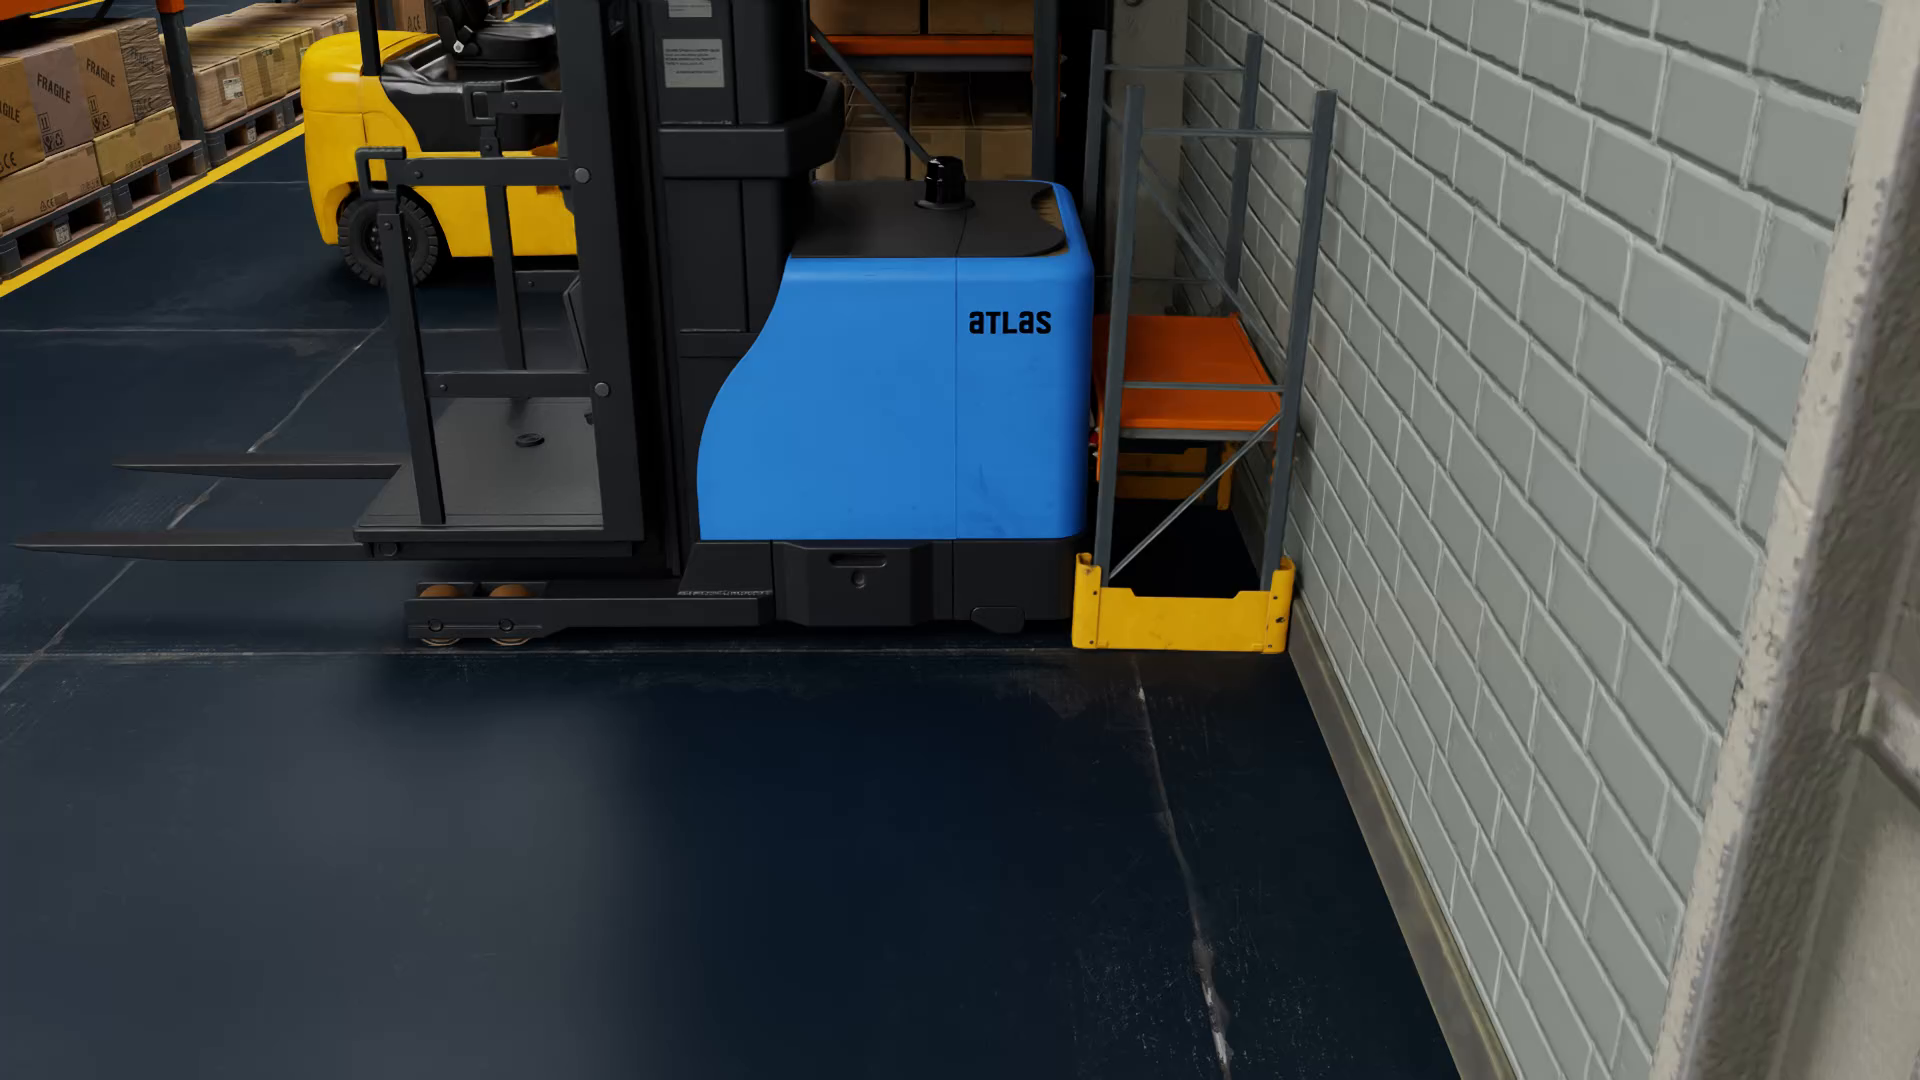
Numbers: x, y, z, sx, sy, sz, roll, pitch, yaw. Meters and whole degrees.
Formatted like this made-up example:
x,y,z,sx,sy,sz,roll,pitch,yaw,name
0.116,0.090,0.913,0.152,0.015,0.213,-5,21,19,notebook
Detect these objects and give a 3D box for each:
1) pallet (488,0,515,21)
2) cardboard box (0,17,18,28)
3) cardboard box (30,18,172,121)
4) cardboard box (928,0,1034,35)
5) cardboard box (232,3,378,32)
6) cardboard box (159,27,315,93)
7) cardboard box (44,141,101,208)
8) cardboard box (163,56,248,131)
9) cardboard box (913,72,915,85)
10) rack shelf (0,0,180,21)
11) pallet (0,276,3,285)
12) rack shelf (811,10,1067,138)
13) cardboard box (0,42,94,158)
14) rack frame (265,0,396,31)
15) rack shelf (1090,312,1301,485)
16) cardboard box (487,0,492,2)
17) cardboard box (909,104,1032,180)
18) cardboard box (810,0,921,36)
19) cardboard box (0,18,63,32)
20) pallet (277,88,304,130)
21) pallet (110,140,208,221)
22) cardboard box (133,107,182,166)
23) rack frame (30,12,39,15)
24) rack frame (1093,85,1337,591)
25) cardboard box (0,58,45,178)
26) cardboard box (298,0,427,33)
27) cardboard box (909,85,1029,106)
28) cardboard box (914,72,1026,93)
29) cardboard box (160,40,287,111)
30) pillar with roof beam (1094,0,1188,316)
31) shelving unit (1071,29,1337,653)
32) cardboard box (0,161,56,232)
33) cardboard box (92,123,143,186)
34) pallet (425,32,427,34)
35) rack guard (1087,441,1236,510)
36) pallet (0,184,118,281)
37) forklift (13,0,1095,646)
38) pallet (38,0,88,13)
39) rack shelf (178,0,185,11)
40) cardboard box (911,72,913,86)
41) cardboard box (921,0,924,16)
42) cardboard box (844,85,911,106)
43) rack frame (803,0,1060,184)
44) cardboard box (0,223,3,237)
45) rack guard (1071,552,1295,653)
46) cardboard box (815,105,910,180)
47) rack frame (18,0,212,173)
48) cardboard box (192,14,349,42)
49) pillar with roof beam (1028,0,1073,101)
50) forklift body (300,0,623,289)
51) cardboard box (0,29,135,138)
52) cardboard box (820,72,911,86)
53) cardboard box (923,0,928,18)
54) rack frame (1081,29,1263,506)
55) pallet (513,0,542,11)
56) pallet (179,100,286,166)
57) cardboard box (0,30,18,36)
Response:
x,y,z,sx,sy,sz,roll,pitch,yaw,name
-5.150,-5.345,16.812,1.003,0.211,1.213,0,24,-1,pallet
-5.469,-2.916,9.188,0.380,0.149,0.250,0,24,0,cardboard box
-4.872,-2.674,9.440,0.500,0.500,0.500,-1,24,-1,cardboard box
0.133,-2.263,6.493,0.500,0.500,0.500,1,24,1,cardboard box
-5.194,-4.046,13.236,0.950,0.372,0.625,-2,24,-4,cardboard box
-5.175,-3.430,11.873,0.950,0.372,0.625,1,24,1,cardboard box
-4.854,-1.904,8.647,0.500,0.250,0.500,0,24,0,cardboard box
-5.155,-2.847,10.584,0.950,0.372,0.625,0,24,0,cardboard box
-0.479,-2.438,8.615,0.500,0.250,0.500,1,24,1,cardboard box
-5.125,-2.485,7.977,1.077,0.370,4.000,0,24,-1,rack shelf
-5.077,-1.084,7.391,1.003,0.211,1.213,0,24,-1,pallet
-0.161,-2.509,8.030,1.077,0.370,4.000,0,24,-1,rack shelf
-4.858,-2.255,8.512,0.500,0.500,0.500,1,24,2,cardboard box
-5.190,-5.285,13.296,1.000,3.000,0.127,0,24,-1,rack frame
0.615,-0.435,4.803,0.538,0.185,1.000,1,24,-1,rack shelf
-5.147,-5.901,16.727,0.875,0.875,0.875,0,24,1,cardboard box
0.045,-1.605,6.773,0.500,0.250,0.500,-1,24,-1,cardboard box
-0.407,-2.260,6.485,0.500,0.500,0.500,-1,24,-2,cardboard box
-5.410,-2.673,9.437,0.500,0.500,0.500,1,24,2,cardboard box
-5.173,-3.191,12.050,1.003,0.211,1.213,0,24,-1,pallet
-5.104,-2.090,9.614,1.003,0.211,1.213,0,24,-1,pallet
-4.871,-2.333,9.595,0.500,0.250,0.500,1,24,2,cardboard box
-10.182,-6.869,16.799,1.000,3.000,0.127,0,24,-1,rack frame
0.624,-0.390,4.266,0.500,1.500,0.032,1,24,-1,rack frame
-4.843,-2.034,8.025,0.500,0.500,0.500,0,24,0,cardboard box
-5.114,-4.793,14.277,0.875,0.875,0.875,0,24,-1,cardboard box
0.036,-1.811,7.229,0.500,0.250,0.500,0,24,0,cardboard box
0.041,-2.017,7.684,0.500,0.250,0.500,0,24,-1,cardboard box
-5.166,-3.143,11.239,0.950,0.372,0.625,1,24,3,cardboard box
-3.550,-5.017,5.424,9.100,9.000,0.400,0,24,-1,pillar with roof beam
0.620,-0.602,4.738,0.587,1.500,1.083,1,24,-1,shelving unit
-4.852,-1.696,8.187,0.500,0.250,0.500,1,24,3,cardboard box
-4.855,-2.114,9.110,0.500,0.250,0.500,-1,24,-2,cardboard box
-5.123,-4.340,14.589,1.003,0.211,1.213,0,24,-1,pallet
0.599,-0.237,5.448,0.587,0.250,0.087,1,24,-1,rack guard
-5.087,-1.586,8.500,1.003,0.211,1.213,0,24,-1,pallet
-1.157,-1.261,4.481,3.031,2.935,1.130,0,24,0,forklift
-10.225,-5.876,17.985,1.003,0.211,1.213,0,24,-1,pallet
-5.168,-4.133,11.622,1.077,0.370,4.000,0,24,-1,rack shelf
-0.481,-2.222,8.137,0.500,0.250,0.500,-1,24,-2,cardboard box
-0.404,-2.473,6.958,0.500,0.500,0.500,0,24,1,cardboard box
-0.468,-1.805,7.215,0.500,0.250,0.500,0,24,0,cardboard box
-0.139,-2.012,6.060,1.000,3.000,0.127,0,24,-1,rack frame
-4.833,-1.471,7.690,0.500,0.250,0.500,1,24,1,cardboard box
0.605,0.172,4.540,0.587,0.250,0.087,1,24,-1,rack guard
-0.456,-1.595,6.750,0.500,0.250,0.500,1,24,1,cardboard box
-5.146,-3.637,9.651,1.000,3.000,0.127,0,24,-1,rack frame
-5.178,-3.742,12.563,0.950,0.372,0.625,-1,24,-2,cardboard box
-3.616,-7.490,10.890,9.100,9.000,0.400,0,24,-1,pillar with roof beam
-1.984,-2.399,7.944,2.313,2.155,1.214,0,24,-1,forklift body
-4.864,-2.465,8.977,0.500,0.500,0.500,0,24,0,cardboard box
-0.483,-2.013,7.675,0.500,0.250,0.500,0,24,0,cardboard box
0.105,-2.478,6.968,0.500,0.500,0.500,0,24,1,cardboard box
0.617,-0.807,5.193,0.500,1.500,0.032,1,24,-1,rack frame
-5.164,-5.977,18.208,1.003,0.211,1.213,0,24,-1,pallet
-5.156,-2.687,10.935,1.003,0.211,1.213,0,24,-1,pallet
-5.392,-2.452,8.949,0.500,0.500,0.500,1,24,2,cardboard box
